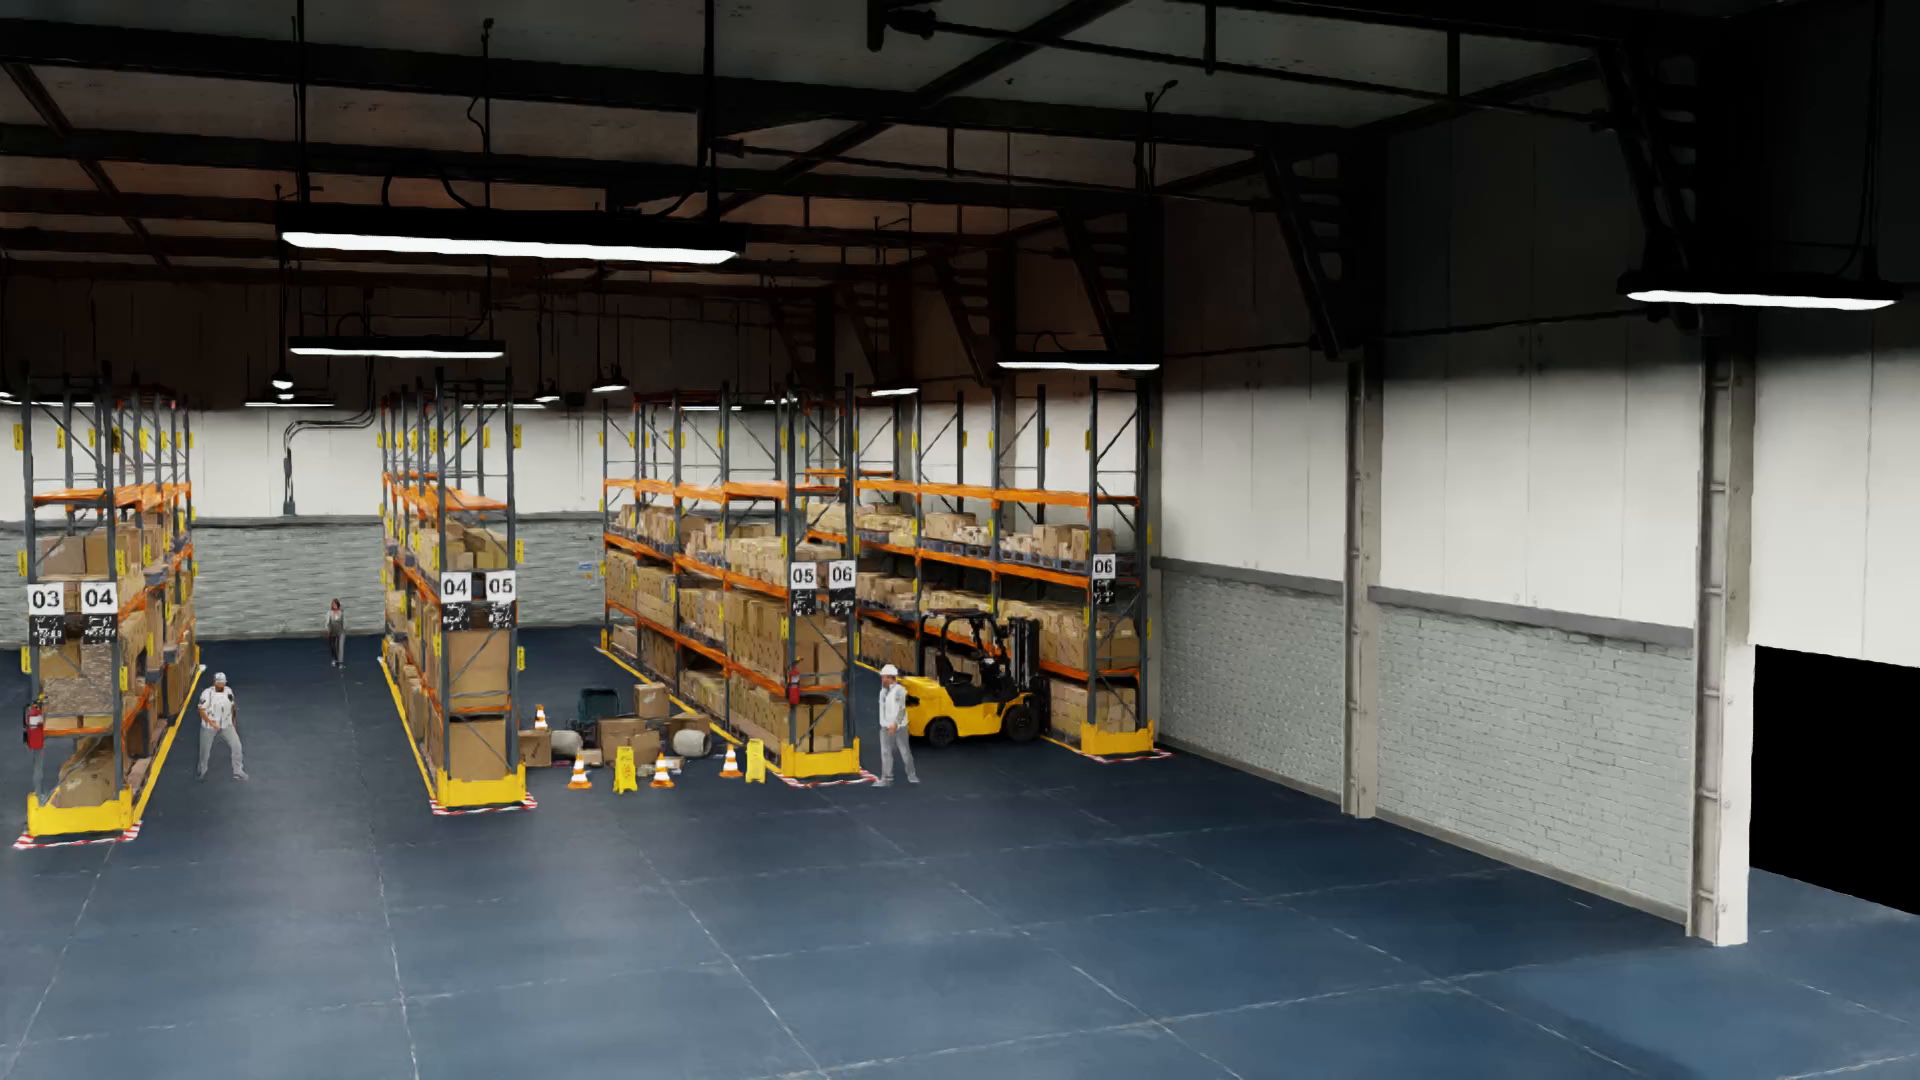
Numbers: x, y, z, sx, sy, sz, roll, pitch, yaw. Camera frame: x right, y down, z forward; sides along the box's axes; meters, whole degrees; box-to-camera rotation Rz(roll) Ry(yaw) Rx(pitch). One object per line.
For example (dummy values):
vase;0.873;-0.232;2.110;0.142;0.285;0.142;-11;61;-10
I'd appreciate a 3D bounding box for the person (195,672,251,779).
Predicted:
person;-10.908;2.722;24.489;0.653;1.595;0.809;-3;4;-40

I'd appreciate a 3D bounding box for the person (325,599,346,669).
person;-13.679;2.039;36.423;0.417;1.517;1.036;-1;4;-19

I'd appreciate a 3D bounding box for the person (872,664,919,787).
person;-0.940;2.677;24.073;0.554;1.769;0.701;3;4;40
